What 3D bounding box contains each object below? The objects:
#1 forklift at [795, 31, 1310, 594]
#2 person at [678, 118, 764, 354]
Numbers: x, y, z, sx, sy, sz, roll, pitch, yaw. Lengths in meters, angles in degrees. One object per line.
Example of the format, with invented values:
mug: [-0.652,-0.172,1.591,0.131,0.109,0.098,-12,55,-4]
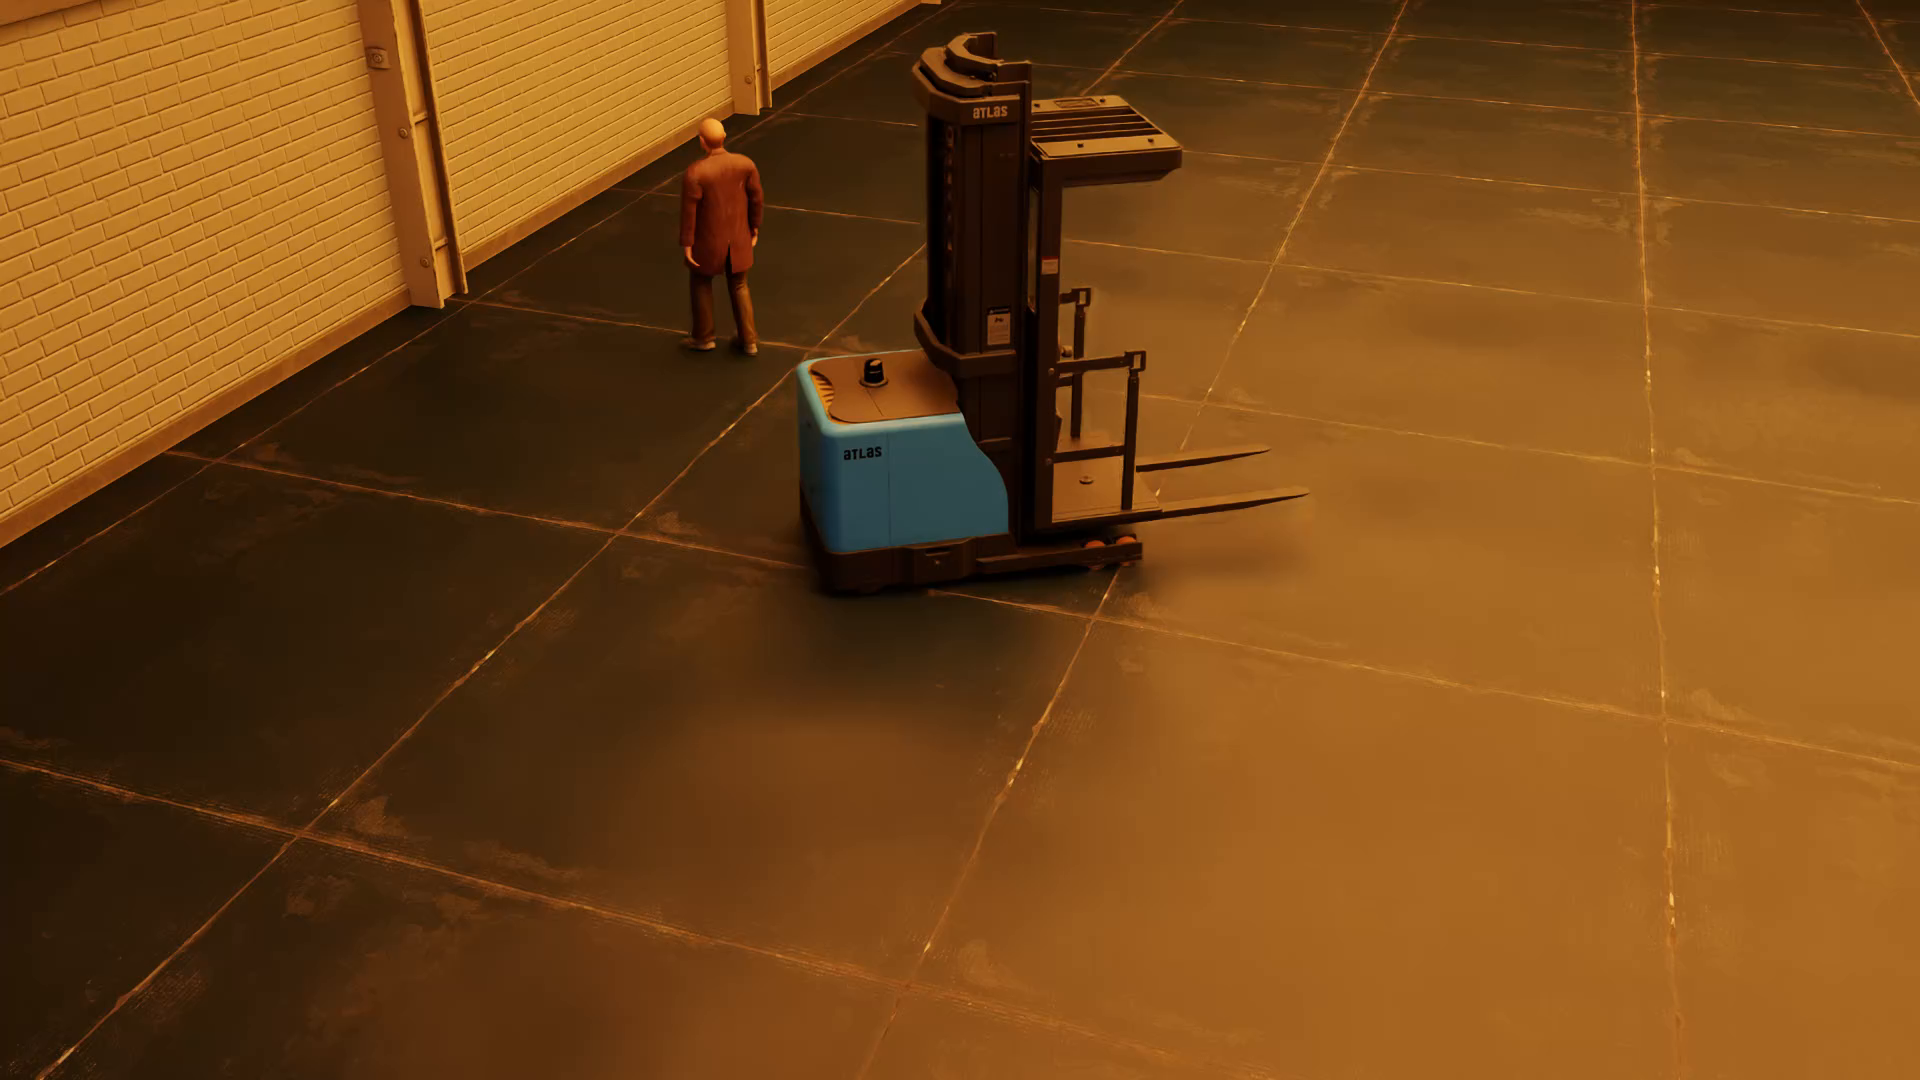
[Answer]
forklift: [0.592,-1.347,9.500,3.031,2.935,1.130,-7,30,-12]
person: [-1.788,-2.235,12.274,0.680,1.811,0.548,-15,33,-25]
